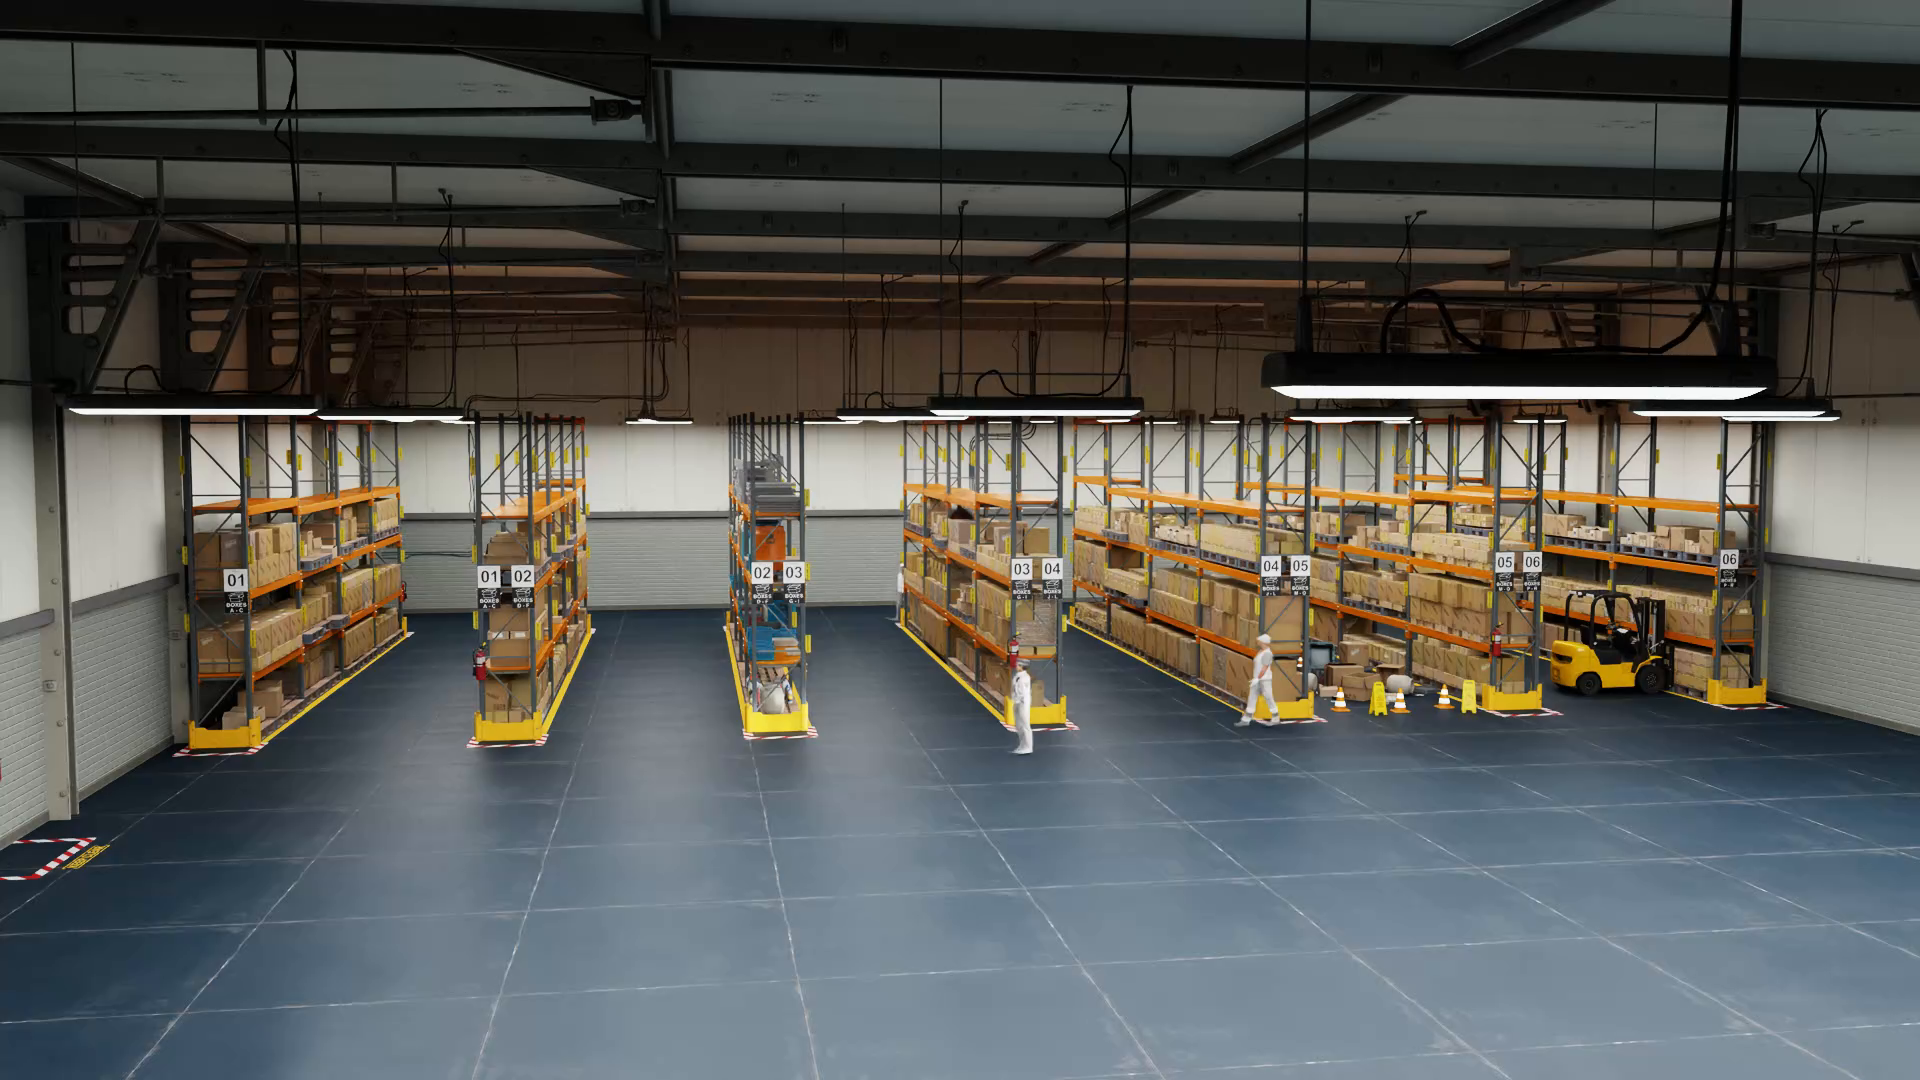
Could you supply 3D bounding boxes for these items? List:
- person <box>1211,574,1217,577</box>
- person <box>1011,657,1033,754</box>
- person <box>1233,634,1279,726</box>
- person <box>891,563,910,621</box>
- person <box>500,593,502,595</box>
[{"bbox_3d":[6.733,1.796,44.798,0.521,1.782,0.630,0,4,4],"label":"person"},{"bbox_3d":[1.064,2.908,29.148,0.364,1.716,0.582,-2,4,-21],"label":"person"},{"bbox_3d":[5.683,2.682,31.643,0.843,1.775,0.566,-1,4,-16],"label":"person"},{"bbox_3d":[-1.645,1.518,49.107,0.595,1.747,0.980,2,4,28],"label":"person"},{"bbox_3d":[-12.212,1.836,44.217,0.490,1.768,0.596,0,4,-2],"label":"person"}]
